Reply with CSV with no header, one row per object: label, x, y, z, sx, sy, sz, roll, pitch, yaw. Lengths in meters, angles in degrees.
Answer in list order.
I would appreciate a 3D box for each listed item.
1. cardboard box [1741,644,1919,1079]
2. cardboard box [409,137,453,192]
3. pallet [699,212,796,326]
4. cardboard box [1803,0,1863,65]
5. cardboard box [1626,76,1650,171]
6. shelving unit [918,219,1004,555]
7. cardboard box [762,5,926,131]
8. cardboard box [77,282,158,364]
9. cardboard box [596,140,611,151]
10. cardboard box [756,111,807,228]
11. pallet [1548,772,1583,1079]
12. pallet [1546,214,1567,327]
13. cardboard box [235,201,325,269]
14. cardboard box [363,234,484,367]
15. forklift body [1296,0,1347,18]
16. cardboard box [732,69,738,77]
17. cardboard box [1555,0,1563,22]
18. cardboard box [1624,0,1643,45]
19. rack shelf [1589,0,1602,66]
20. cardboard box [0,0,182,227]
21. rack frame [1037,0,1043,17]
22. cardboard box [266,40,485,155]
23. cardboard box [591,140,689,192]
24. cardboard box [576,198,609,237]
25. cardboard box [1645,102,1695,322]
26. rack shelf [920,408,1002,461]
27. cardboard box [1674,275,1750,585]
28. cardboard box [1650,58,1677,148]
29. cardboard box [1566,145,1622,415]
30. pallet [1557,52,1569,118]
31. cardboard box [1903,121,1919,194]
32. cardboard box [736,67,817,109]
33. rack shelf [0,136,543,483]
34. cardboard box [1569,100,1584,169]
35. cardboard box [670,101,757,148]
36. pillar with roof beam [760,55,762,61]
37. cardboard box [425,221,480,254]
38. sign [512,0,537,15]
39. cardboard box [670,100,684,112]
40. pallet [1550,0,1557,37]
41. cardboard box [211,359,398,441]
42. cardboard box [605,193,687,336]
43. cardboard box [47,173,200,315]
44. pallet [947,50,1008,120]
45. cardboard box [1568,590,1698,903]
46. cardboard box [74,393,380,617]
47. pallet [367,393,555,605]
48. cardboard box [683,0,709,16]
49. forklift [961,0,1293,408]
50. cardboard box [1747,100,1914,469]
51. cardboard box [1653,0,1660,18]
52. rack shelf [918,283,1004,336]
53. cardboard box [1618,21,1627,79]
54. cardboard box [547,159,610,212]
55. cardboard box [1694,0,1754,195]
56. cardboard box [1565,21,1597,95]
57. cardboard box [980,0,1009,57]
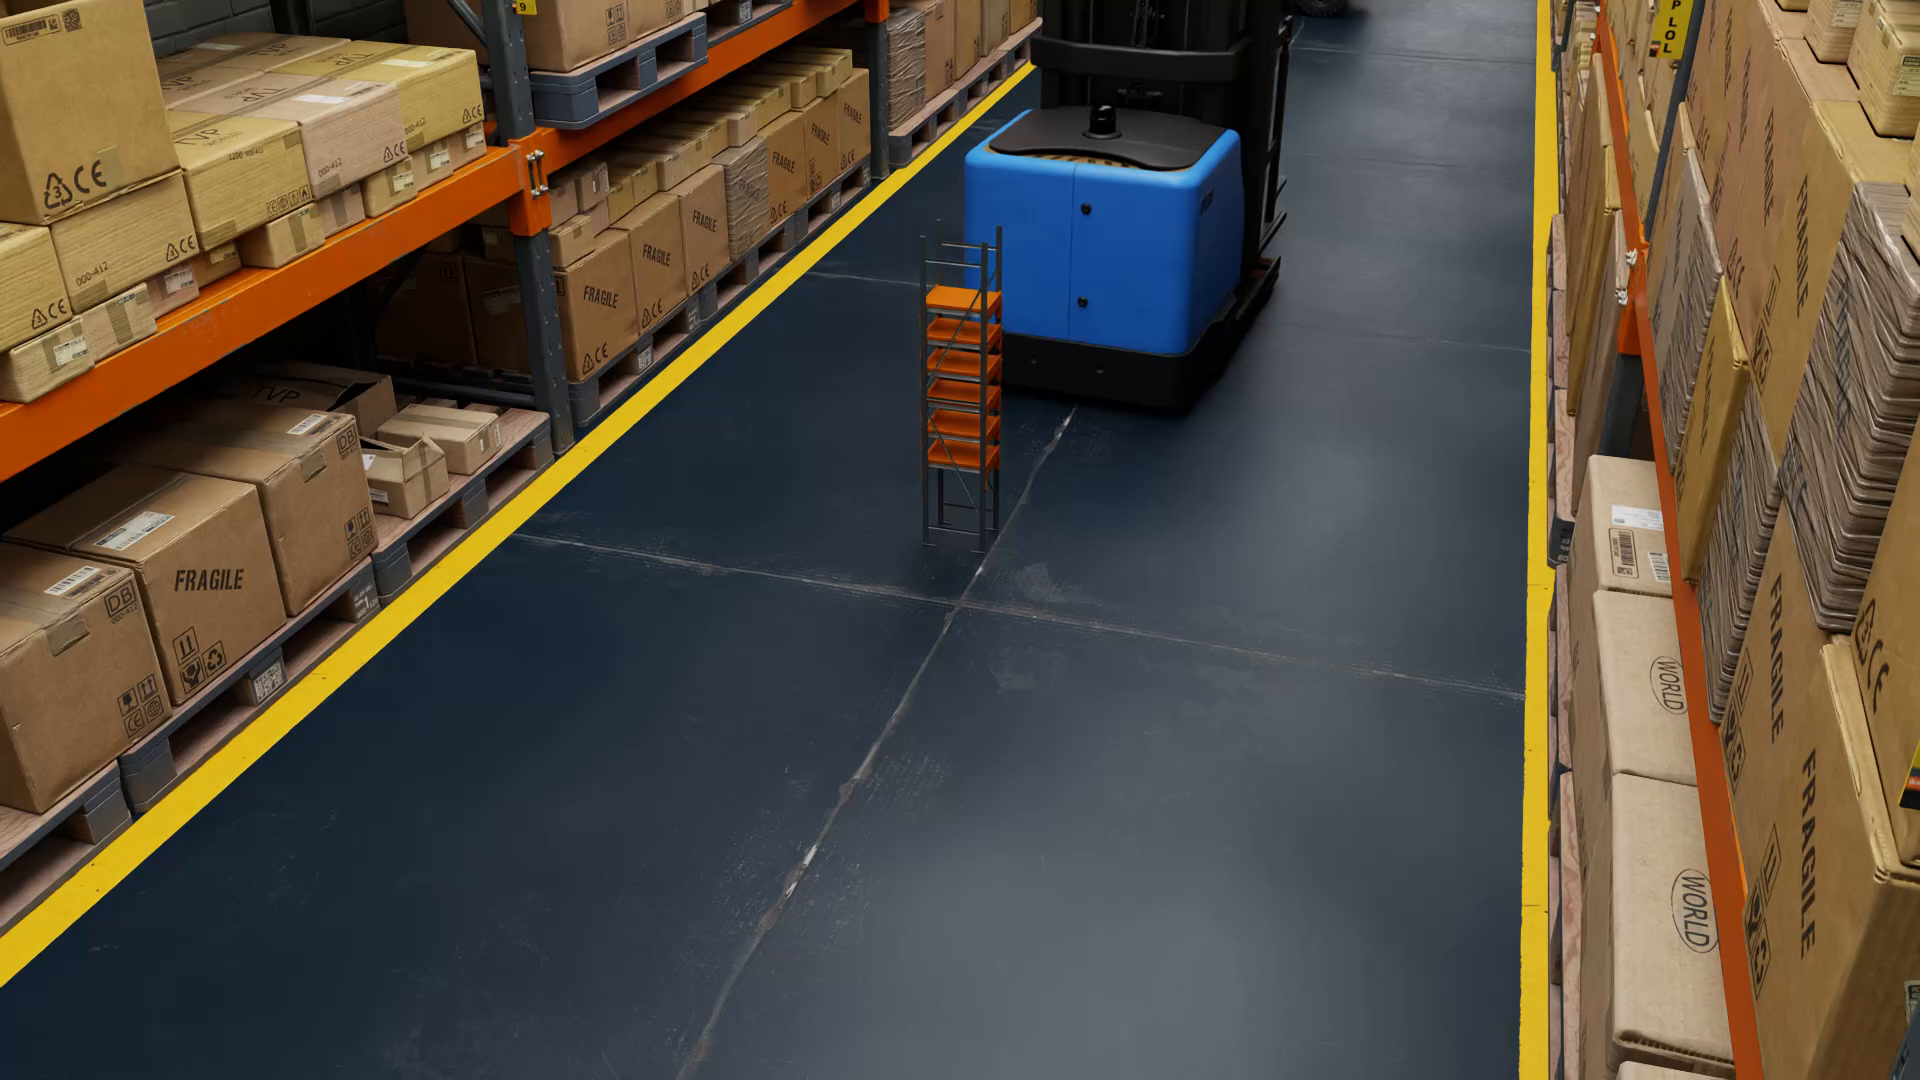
cardboard box,1.355,0.510,2.146,0.500,0.500,0.500,9,30,15
cardboard box,-2.014,-1.332,5.818,0.380,0.149,0.250,9,30,16
pallet,-1.547,-1.484,8.700,1.003,0.211,1.213,8,30,15
cardboard box,1.834,-0.993,3.151,0.380,0.149,0.250,9,30,15
cardboard box,2.681,-1.459,5.942,0.500,0.250,0.500,8,30,14
shelving unit,0.004,-0.531,5.970,0.258,1.200,0.189,8,30,15
cardboard box,-0.736,-3.043,10.645,0.875,0.625,0.625,9,30,16
cardboard box,-2.438,-0.612,4.523,0.380,0.149,0.250,9,30,16
cardboard box,-1.934,-1.945,8.132,0.380,0.149,0.250,9,30,16
cardboard box,-1.159,-1.998,8.896,0.500,0.500,0.500,10,31,17
pallet,1.986,1.086,4.081,1.003,0.211,1.213,8,30,15
pallet,3.511,-1.328,8.421,1.003,0.211,1.213,8,30,15
cardboard box,-2.218,-0.967,5.162,0.380,0.149,0.250,8,30,14
cardboard box,-2.245,-1.112,7.302,0.500,0.500,0.500,8,30,15
forklift body,2.604,-5.814,14.490,2.313,2.155,1.214,8,30,15
cardboard box,-1.487,-2.666,9.429,0.380,0.149,0.250,9,30,16
cardboard box,5.052,-4.305,13.300,0.500,0.250,0.500,8,30,14
cardboard box,2.957,-2.152,6.672,0.500,0.250,0.500,9,30,16
rack shelf,4.401,-3.518,10.228,1.077,0.370,4.000,8,30,15
cardboard box,-2.449,-1.153,4.314,0.500,0.500,0.500,9,30,16
rack frame,0.242,-5.468,12.994,1.000,3.000,0.127,8,30,15
cardboard box,-2.022,-1.543,5.787,0.500,0.250,0.500,9,30,16
cardboard box,-1.498,-1.754,7.790,0.380,0.149,0.250,8,30,15
cardboard box,-1.739,-1.393,7.141,0.380,0.149,0.250,8,30,13
cardboard box,2.252,-0.907,4.692,0.500,0.500,0.500,9,30,17
rack shelf,0.004,-0.387,6.050,0.258,0.103,0.180,8,30,15
cardboard box,1.797,-0.204,3.428,0.500,0.500,0.500,9,30,16
cardboard box,2.537,-1.436,5.386,0.500,0.250,0.500,8,30,15
cardboard box,3.003,-1.019,6.750,0.875,0.875,0.875,9,30,16
pallet,4.761,-3.181,11.751,1.003,0.211,1.213,8,30,15
cardboard box,1.540,-0.509,2.281,0.380,0.149,0.250,9,30,16
cardboard box,-1.005,-2.471,9.078,0.380,0.149,0.250,7,30,13
rack shelf,-2.693,-0.506,4.815,1.077,0.370,4.000,8,30,15
cardboard box,3.990,-2.199,9.388,0.950,0.372,0.625,6,30,11
cardboard box,-1.251,-2.106,8.422,0.380,0.149,0.250,7,30,12
pillar with roof beam,2.705,-6.351,8.410,9.100,9.000,0.400,8,30,15
cardboard box,-2.274,-1.337,7.040,0.380,0.149,0.250,7,30,13
sign,-1.585,-2.055,5.968,0.100,0.325,0.005,8,30,15
cardboard box,-1.682,-2.298,8.767,0.380,0.149,0.250,8,30,14
pallet,5.508,-4.429,13.994,1.003,0.211,1.213,8,30,15
cardboard box,-2.526,-0.486,6.371,0.500,0.311,0.500,10,30,17
cardboard box,-1.602,-1.283,7.610,0.500,0.500,0.500,8,30,14
cardboard box,-2.466,-0.839,4.521,0.500,0.250,0.500,8,30,14
pallet,-0.293,-3.333,12.024,1.003,0.211,1.213,8,30,15
cardboard box,2.091,0.585,4.316,0.875,0.438,0.875,8,30,13
cardboard box,-2.417,-0.127,5.533,0.700,0.500,0.500,7,30,13
pallet,-2.309,-0.213,6.415,1.003,0.211,1.213,8,30,15
cardboard box,-1.331,-2.466,7.304,0.396,0.266,0.258,10,31,17
forklift,1.008,-2.546,7.812,1.130,2.935,3.031,11,31,18
cardboard box,1.654,-0.400,2.752,0.500,0.500,0.500,8,30,15
cardboard box,2.676,-2.009,5.645,0.500,0.500,0.500,9,30,16
rack shelf,0.004,-0.807,5.817,0.258,0.103,0.180,8,30,15
cardboard box,3.137,-2.161,7.204,0.500,0.250,0.500,9,30,17
cardboard box,-1.716,-1.511,7.047,0.380,0.149,0.250,7,30,12
cardboard box,2.115,-1.104,4.017,0.500,0.500,0.500,8,30,14
cardboard box,4.629,-3.218,11.220,0.950,0.372,0.625,10,31,18
cardboard box,-0.135,-4.010,12.384,0.875,0.625,0.625,8,30,14
